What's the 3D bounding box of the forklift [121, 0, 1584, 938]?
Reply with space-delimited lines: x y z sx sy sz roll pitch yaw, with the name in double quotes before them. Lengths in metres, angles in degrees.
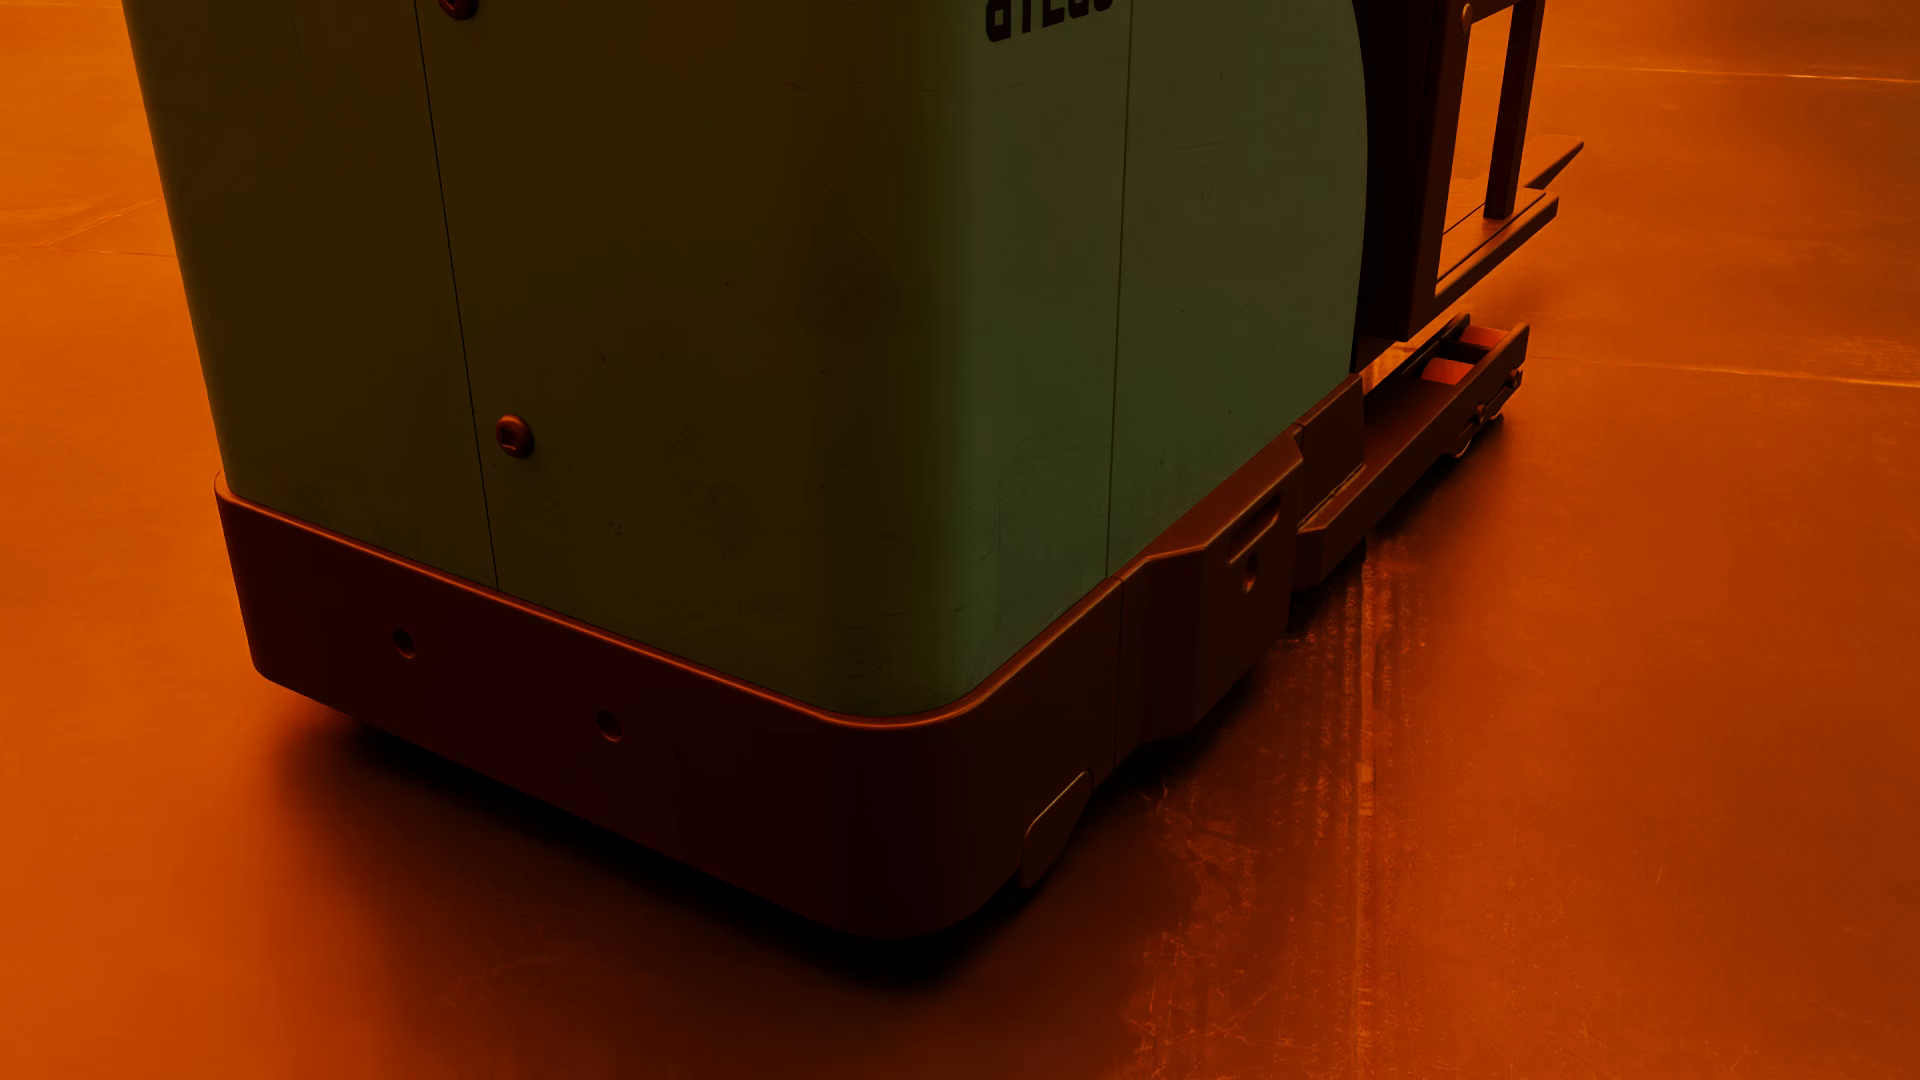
"forklift" 0.339 -1.547 2.312 1.130 2.935 3.031 16 31 29
